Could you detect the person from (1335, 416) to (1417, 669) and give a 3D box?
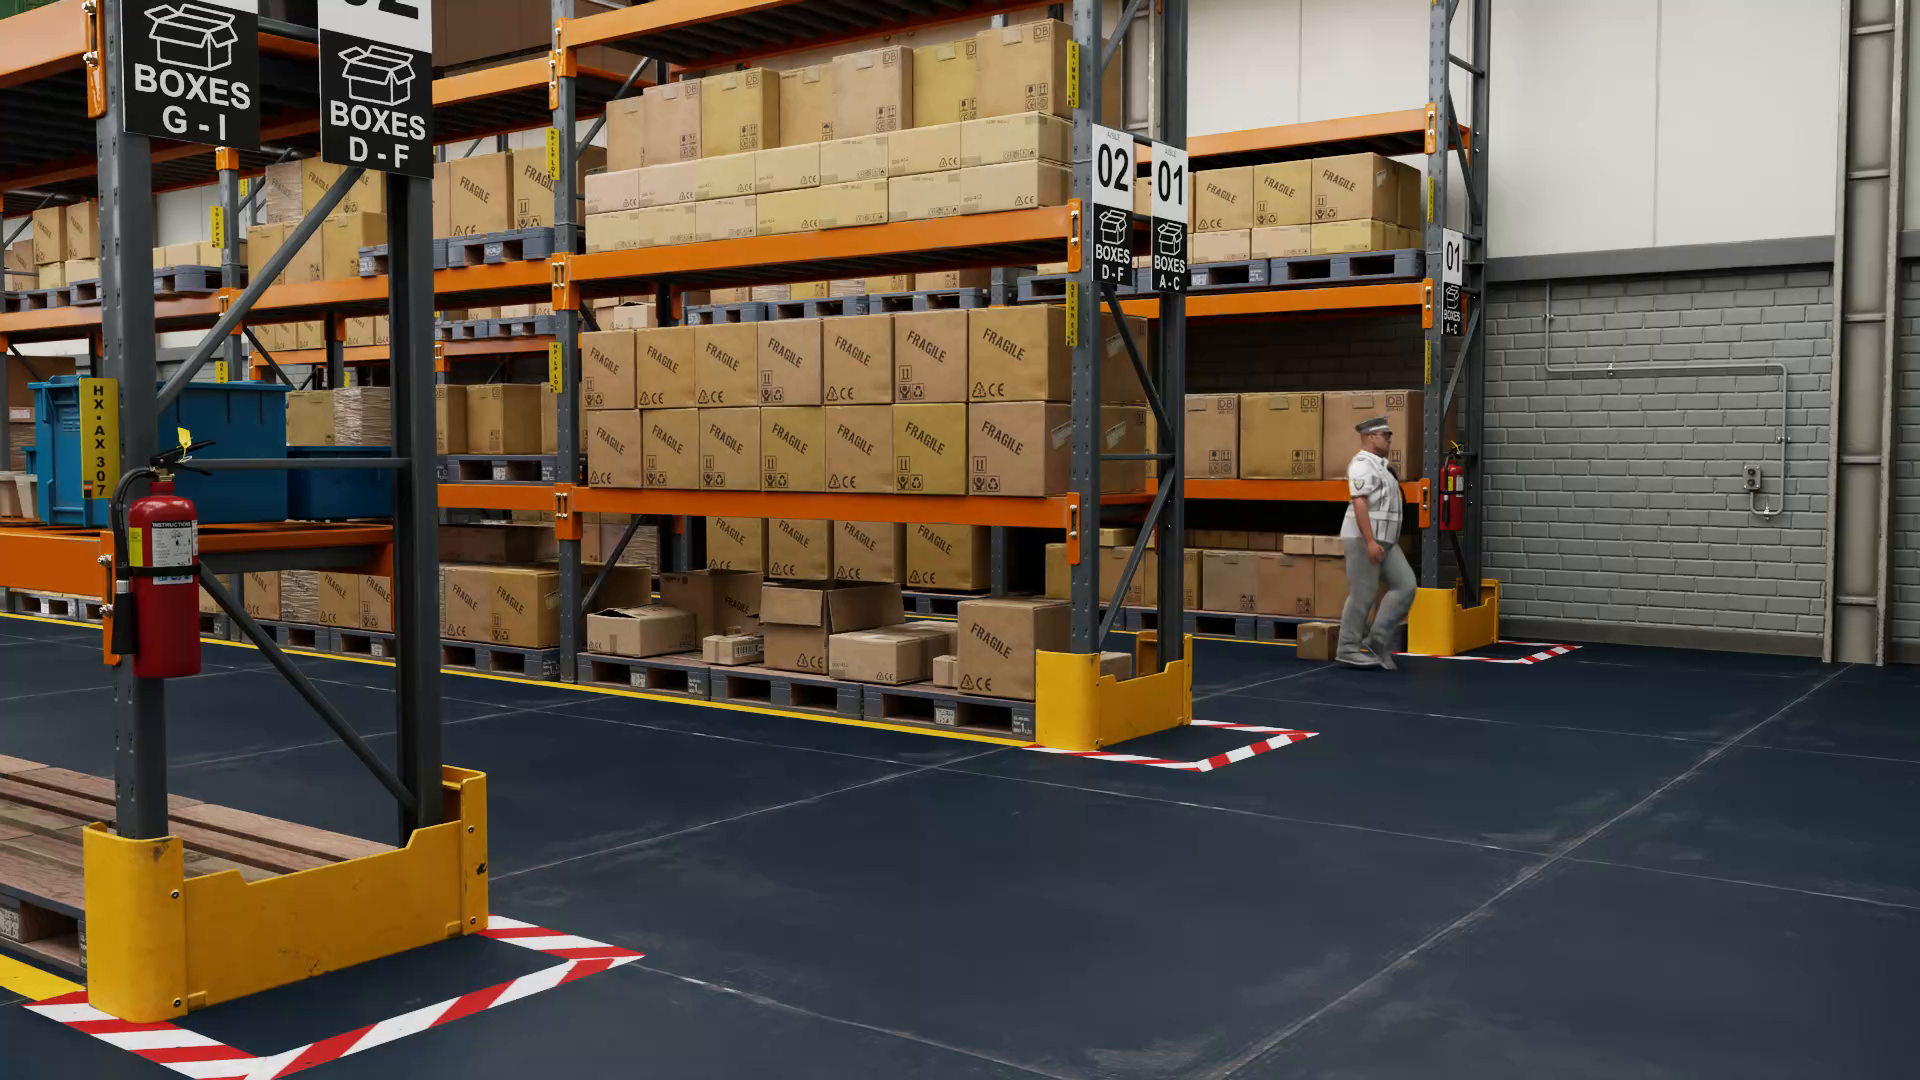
[{"bbox_3d":[2.920,0.045,11.688,0.510,1.828,0.600,2,4,34],"label":"person"}]
